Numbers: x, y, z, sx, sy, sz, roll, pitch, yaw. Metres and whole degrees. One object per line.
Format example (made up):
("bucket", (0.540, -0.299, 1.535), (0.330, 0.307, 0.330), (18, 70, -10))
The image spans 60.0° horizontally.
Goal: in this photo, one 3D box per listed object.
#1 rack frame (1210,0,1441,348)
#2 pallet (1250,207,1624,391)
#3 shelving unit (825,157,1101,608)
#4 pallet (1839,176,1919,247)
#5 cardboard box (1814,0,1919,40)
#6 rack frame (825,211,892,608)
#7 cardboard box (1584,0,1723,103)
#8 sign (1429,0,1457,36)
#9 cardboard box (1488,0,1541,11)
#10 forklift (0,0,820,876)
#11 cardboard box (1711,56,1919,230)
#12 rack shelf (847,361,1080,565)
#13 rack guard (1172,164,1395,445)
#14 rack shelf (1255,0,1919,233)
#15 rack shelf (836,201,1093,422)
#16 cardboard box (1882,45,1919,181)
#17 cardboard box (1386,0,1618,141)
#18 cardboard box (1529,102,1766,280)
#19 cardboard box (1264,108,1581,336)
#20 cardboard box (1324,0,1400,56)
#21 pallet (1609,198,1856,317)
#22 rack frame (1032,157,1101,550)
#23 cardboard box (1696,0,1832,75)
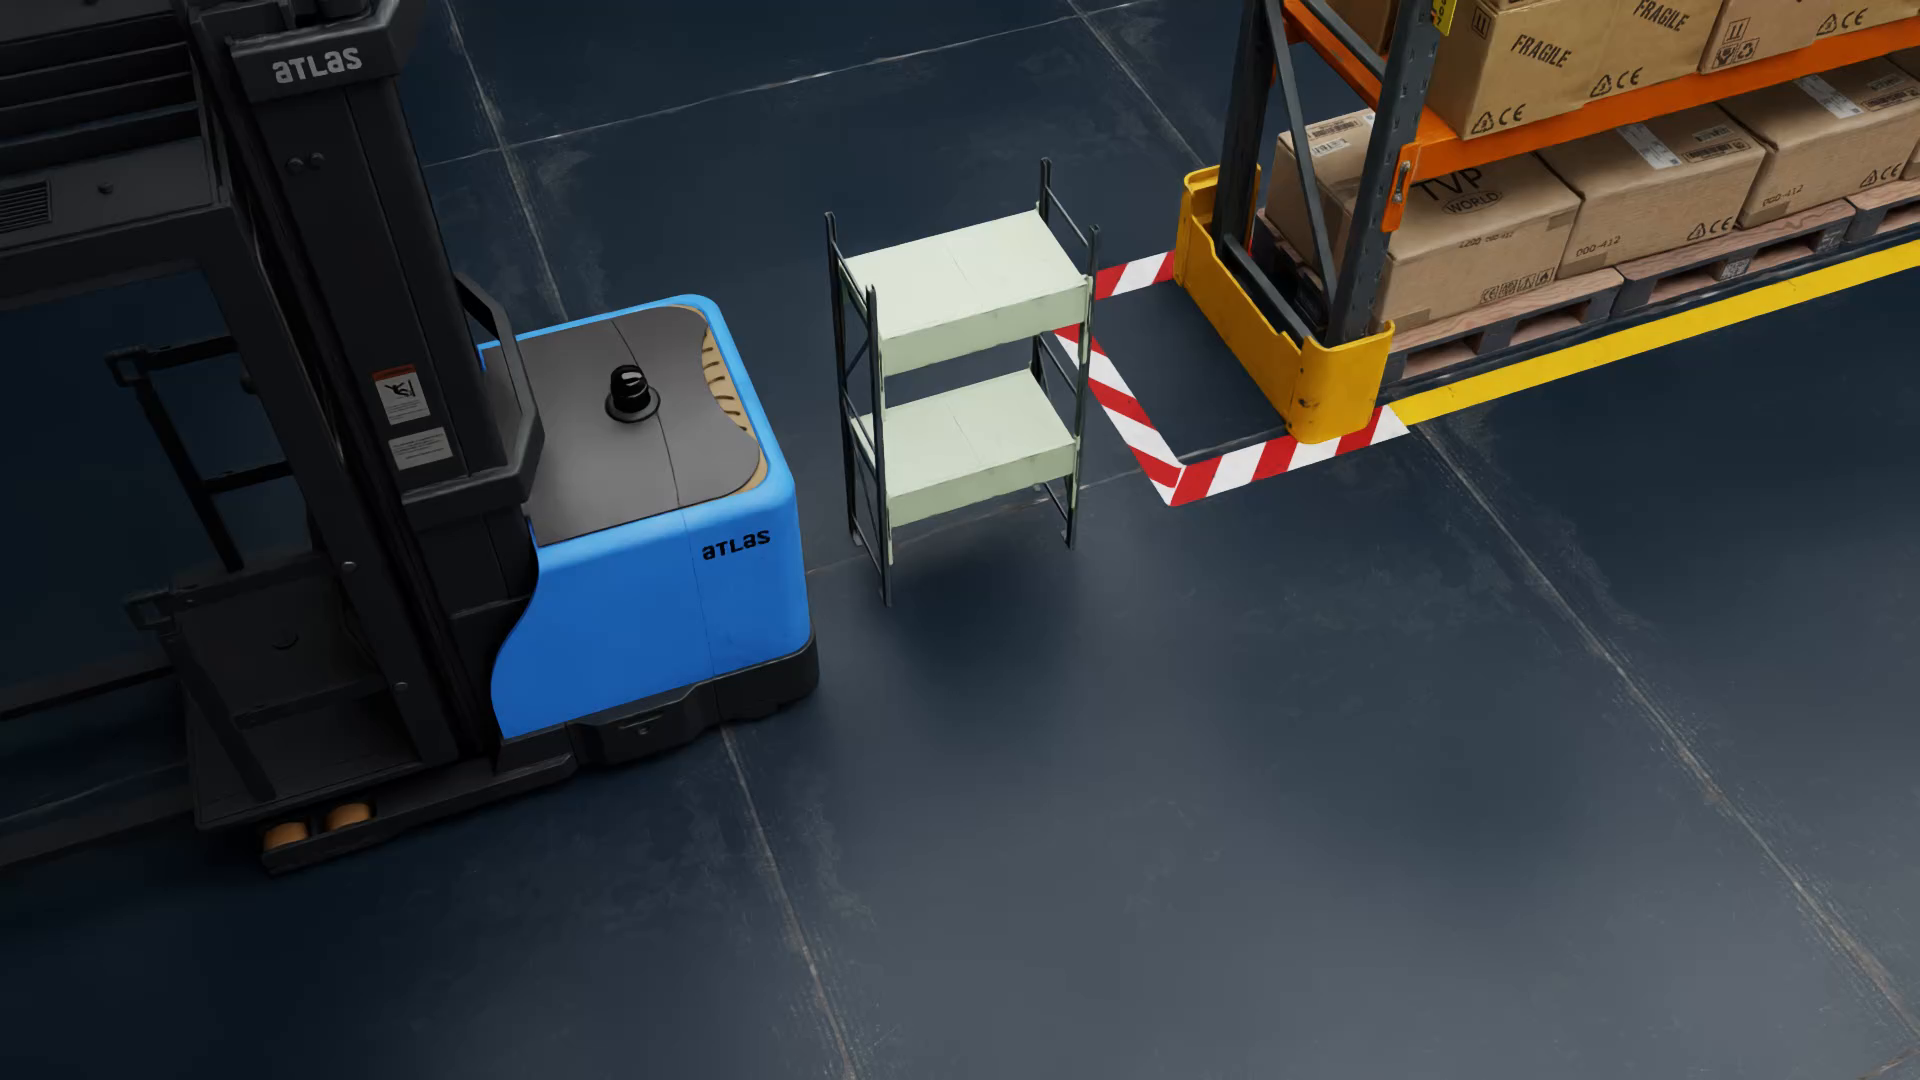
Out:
("rack frame", (1.307, -1.806, 5.823), (0.127, 3.000, 1.000), (-17, 52, -14))
("pallet", (2.017, -1.181, 7.126), (1.213, 0.211, 1.003), (-17, 52, -14))
("shelving unit", (0.006, -0.491, 5.683), (0.755, 1.500, 0.431), (-17, 52, -14))
("pallet", (4.276, -1.881, 7.727), (1.213, 0.211, 1.003), (-17, 52, -14))
("cardboard box", (3.253, -2.228, 6.120), (0.500, 0.500, 0.500), (-16, 51, -13))
("rack frame", (-0.333, -0.386, 5.593), (0.023, 1.500, 0.400), (-17, 52, -14))
("cardboard box", (2.317, -1.939, 5.872), (0.500, 0.500, 0.500), (-18, 52, -15))
("sign", (1.511, -1.722, 5.129), (0.005, 0.325, 0.100), (-17, 52, -14))
("cardboard box", (1.859, -2.102, 5.353), (0.500, 0.500, 0.500), (-18, 52, -15))
("forklift", (-2.057, -0.354, 4.622), (3.031, 2.935, 1.130), (-16, 51, -14))
("cardboard box", (3.559, -1.893, 7.311), (0.875, 0.438, 0.875), (-19, 52, -15))
("rack shelf", (0.006, -0.278, 5.930), (0.720, 0.370, 0.431), (-17, 52, -14))
("rack guard", (1.285, -0.984, 6.766), (0.348, 0.500, 1.175), (-17, 52, -14))
("rack shelf", (3.158, -2.145, 6.589), (4.000, 0.370, 1.077), (-17, 52, -14))
("rack shelf", (0.006, -0.745, 5.387), (0.720, 0.370, 0.431), (-17, 52, -14))
("cardboard box", (4.388, -2.150, 7.532), (0.875, 0.438, 0.875), (-18, 52, -15))
("cardboard box", (1.860, -1.774, 5.731), (0.500, 0.500, 0.500), (-18, 52, -15))
("cardboard box", (2.724, -1.636, 7.090), (0.875, 0.438, 0.875), (-16, 51, -13))
("cardboard box", (1.880, -1.367, 6.859), (0.875, 0.438, 0.875), (-19, 52, -15))
("cardboard box", (1.653, -2.162, 6.064), (0.500, 0.500, 0.500), (-17, 51, -14))
("pallet", (3.145, -1.529, 7.424), (1.213, 0.211, 1.003), (-17, 52, -14))
("rack frame", (0.345, -0.596, 5.773), (0.023, 1.500, 0.400), (-17, 52, -14))
("cardboard box", (2.795, -2.072, 5.986), (0.500, 0.500, 0.500), (-17, 52, -14))
